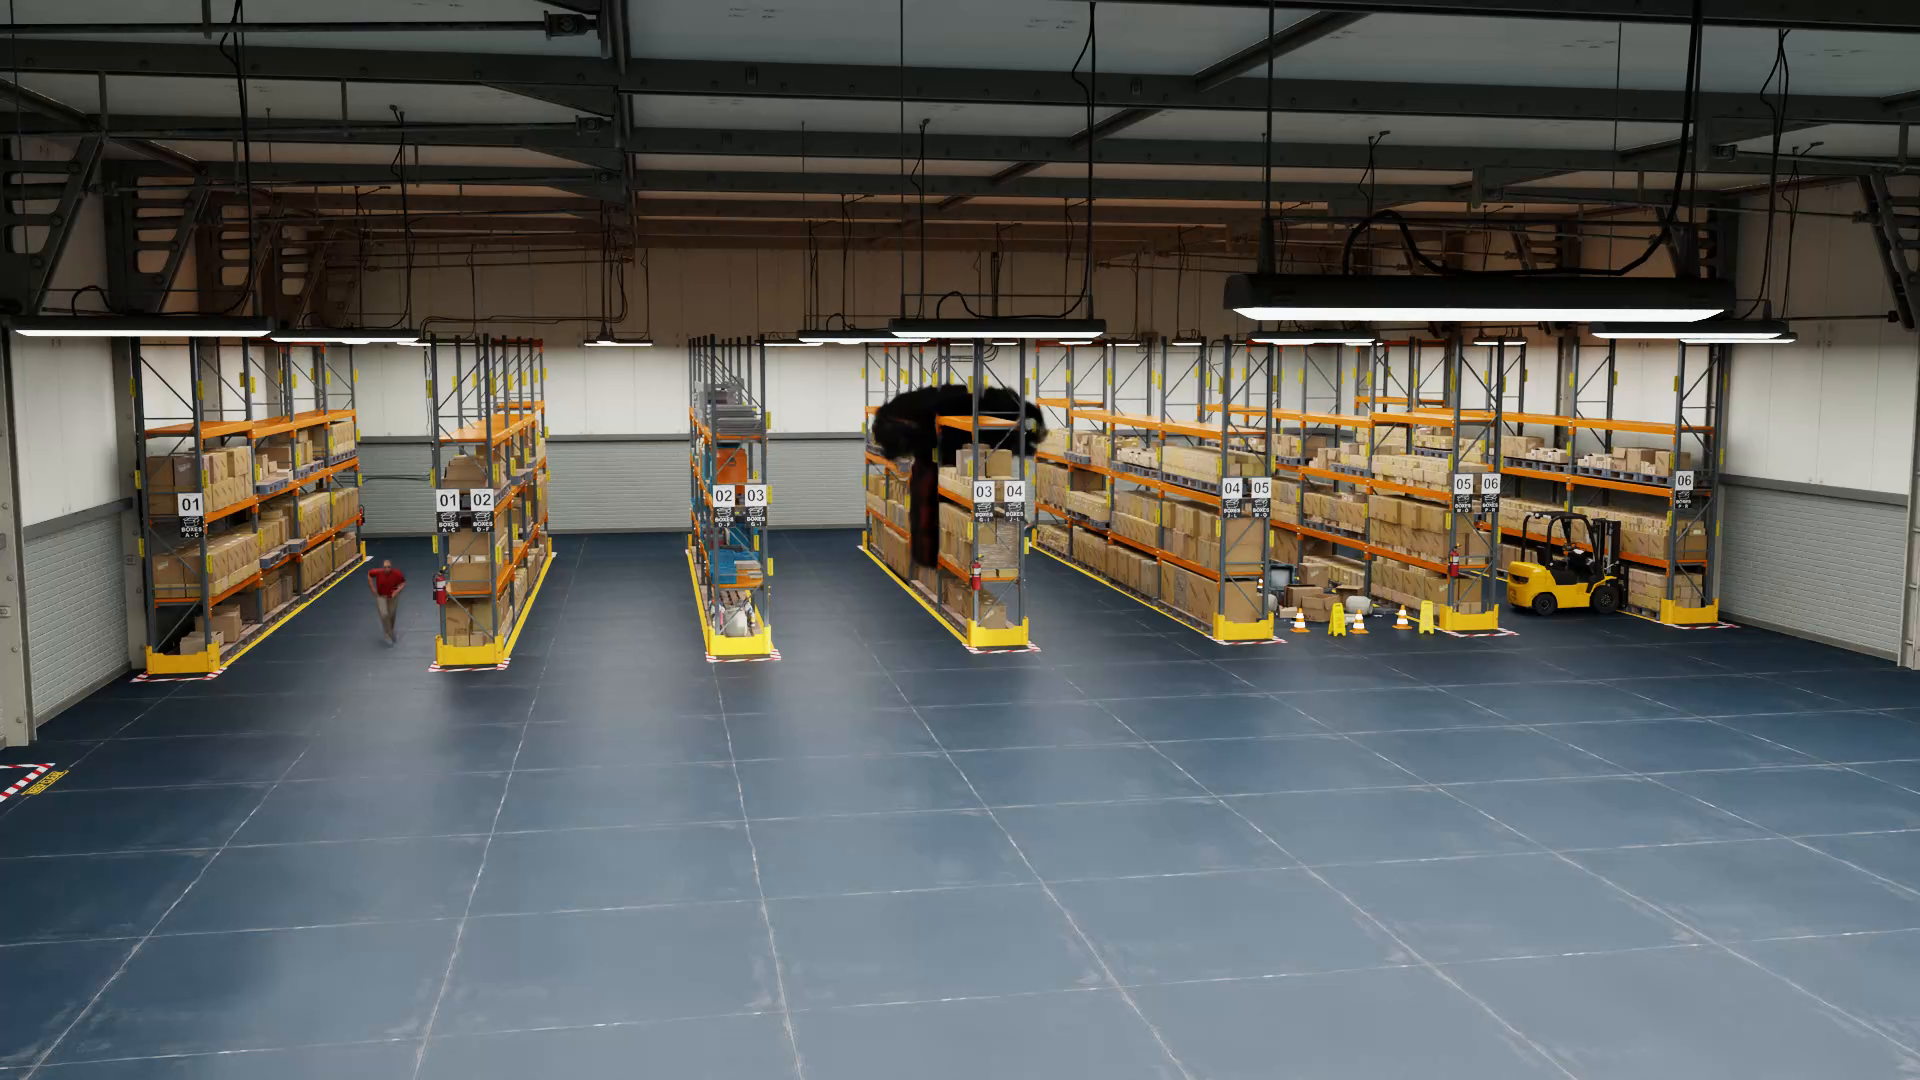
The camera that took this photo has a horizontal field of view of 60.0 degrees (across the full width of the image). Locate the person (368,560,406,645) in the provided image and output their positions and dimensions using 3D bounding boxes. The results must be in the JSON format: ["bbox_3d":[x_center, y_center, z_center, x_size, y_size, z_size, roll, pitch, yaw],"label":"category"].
[{"bbox_3d":[-11.260,1.192,32.736,0.705,1.696,1.018,-2,7,-17],"label":"person"}]

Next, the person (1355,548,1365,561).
[{"bbox_3d":[10.826,-0.315,45.245,0.688,1.714,0.639,-3,7,-22],"label":"person"}]

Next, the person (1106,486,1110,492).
[{"bbox_3d":[4.373,-0.732,48.931,0.683,1.774,0.926,-6,9,-41],"label":"person"}]

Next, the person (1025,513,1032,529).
[{"bbox_3d":[1.428,-0.083,41.995,0.765,1.685,0.696,-1,7,-10],"label":"person"}]
